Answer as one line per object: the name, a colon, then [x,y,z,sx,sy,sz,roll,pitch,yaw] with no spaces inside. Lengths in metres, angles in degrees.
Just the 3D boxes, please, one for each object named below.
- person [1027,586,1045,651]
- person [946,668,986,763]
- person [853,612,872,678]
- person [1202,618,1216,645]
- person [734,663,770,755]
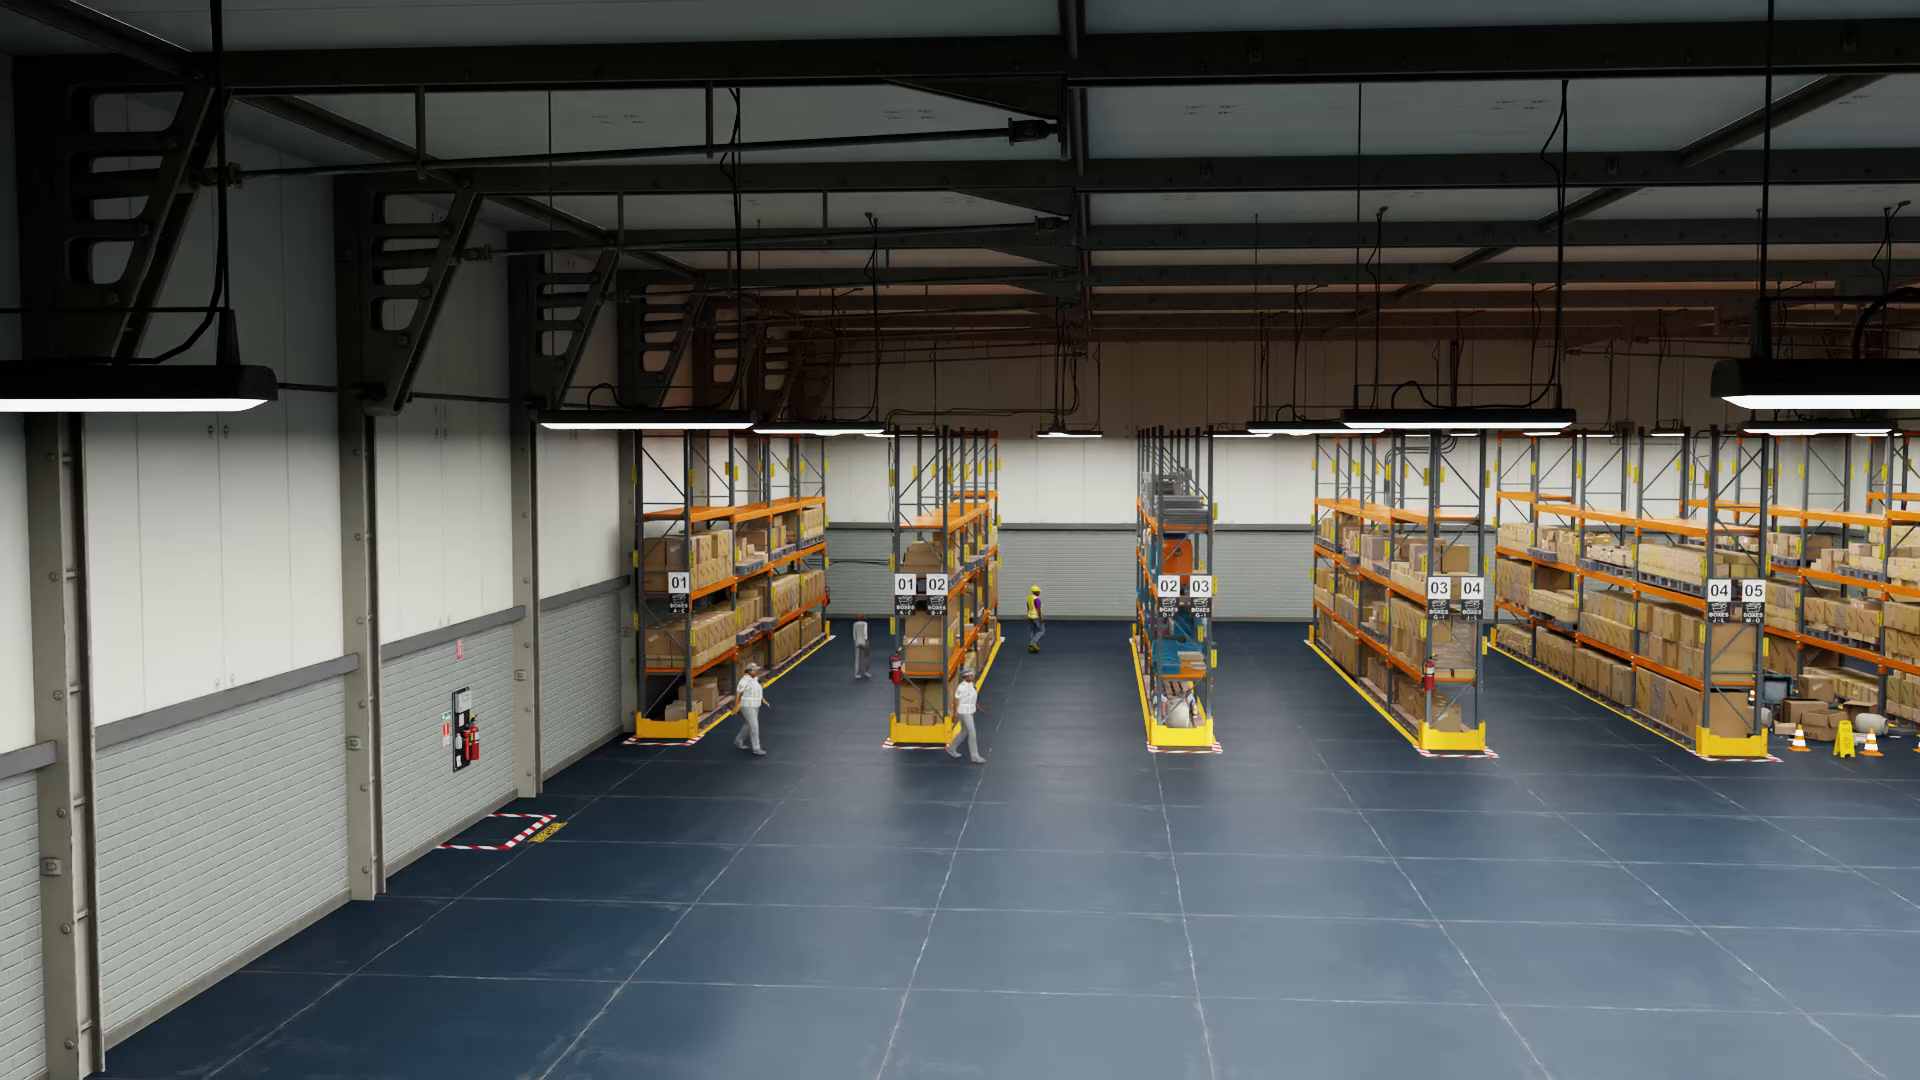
person: [2.015,2.117,45.009,0.453,1.762,0.621,-2,4,-29]
person: [0.120,3.095,29.725,0.848,1.659,0.536,1,4,20]
person: [-2.372,2.525,40.053,0.423,1.578,0.775,0,3,2]
person: [6.729,2.072,46.292,0.823,1.772,0.573,0,3,-1]
person: [-3.833,3.061,30.515,0.832,1.637,0.568,1,4,22]
